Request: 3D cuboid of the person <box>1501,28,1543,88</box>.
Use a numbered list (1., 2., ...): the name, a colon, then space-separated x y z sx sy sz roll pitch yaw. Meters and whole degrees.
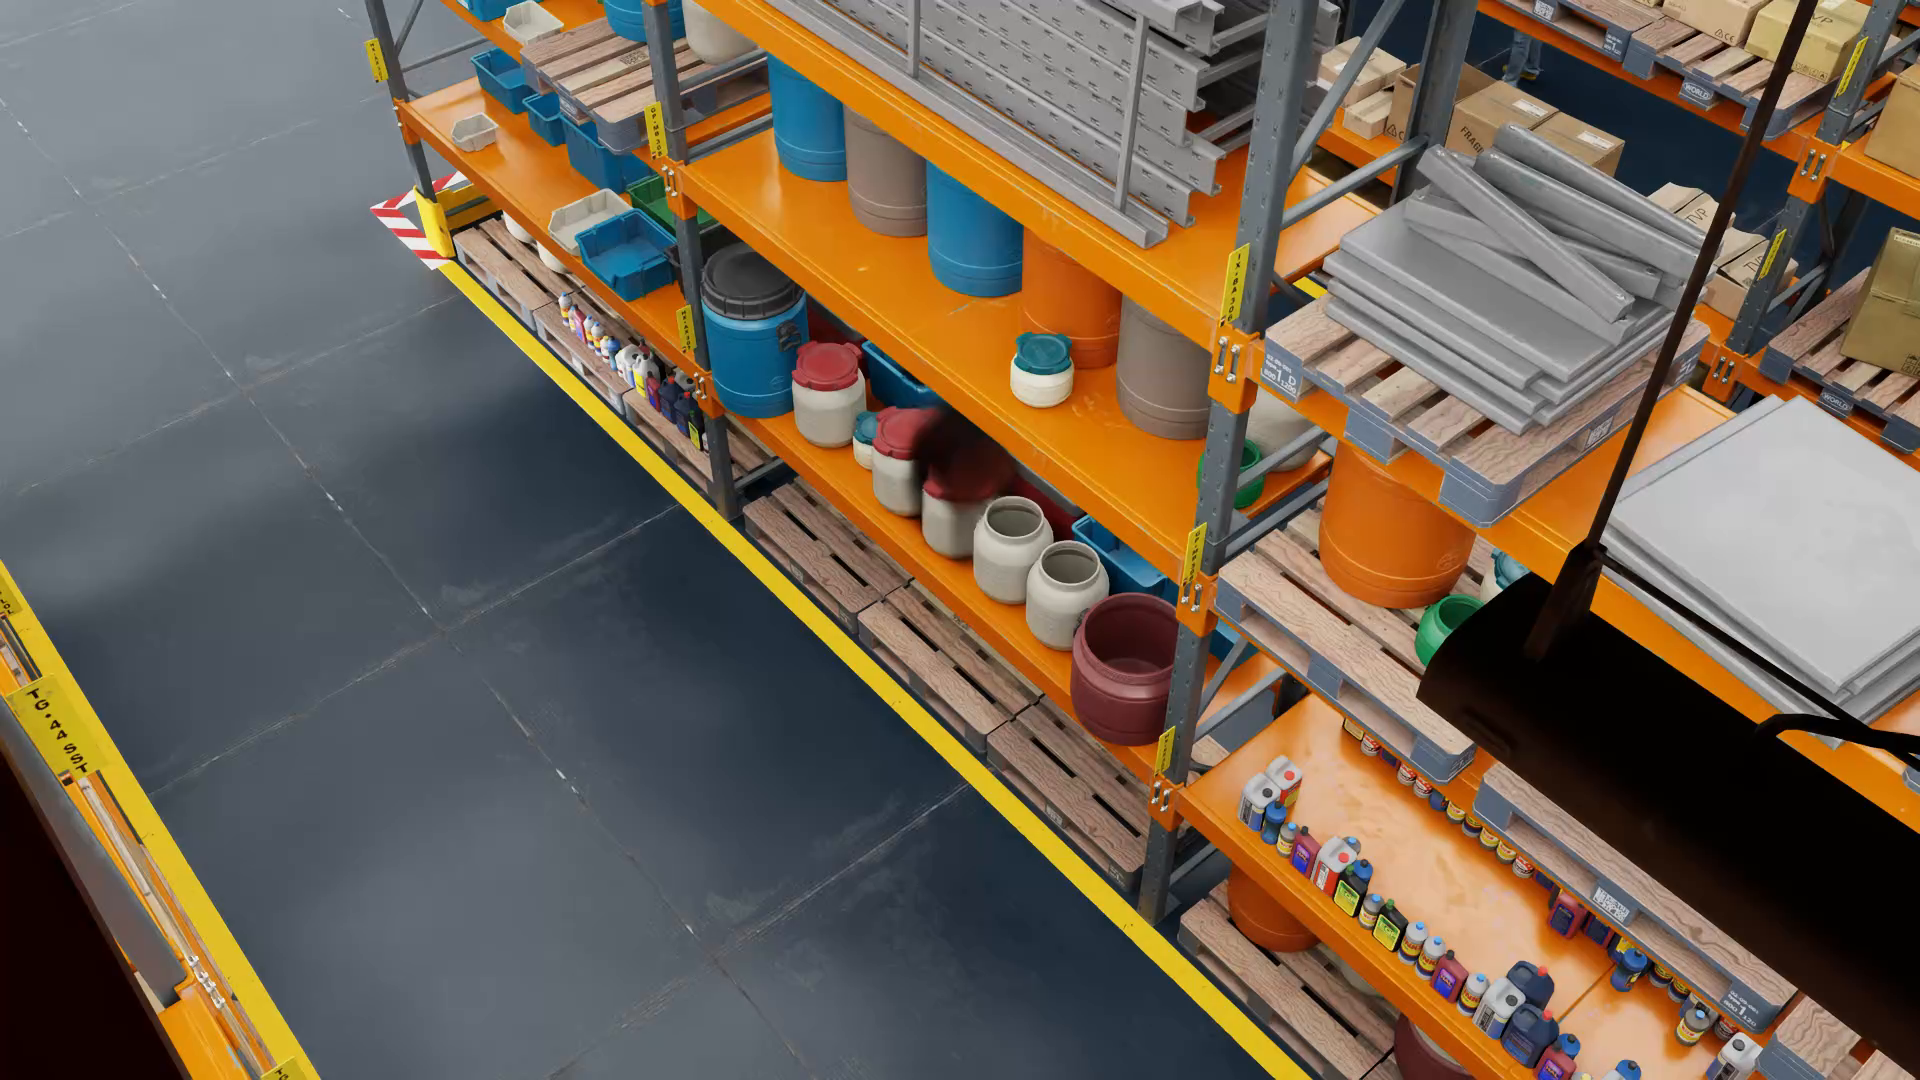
1. person: 4.868 -4.704 14.244 0.602 1.762 0.605 -8 47 -7
